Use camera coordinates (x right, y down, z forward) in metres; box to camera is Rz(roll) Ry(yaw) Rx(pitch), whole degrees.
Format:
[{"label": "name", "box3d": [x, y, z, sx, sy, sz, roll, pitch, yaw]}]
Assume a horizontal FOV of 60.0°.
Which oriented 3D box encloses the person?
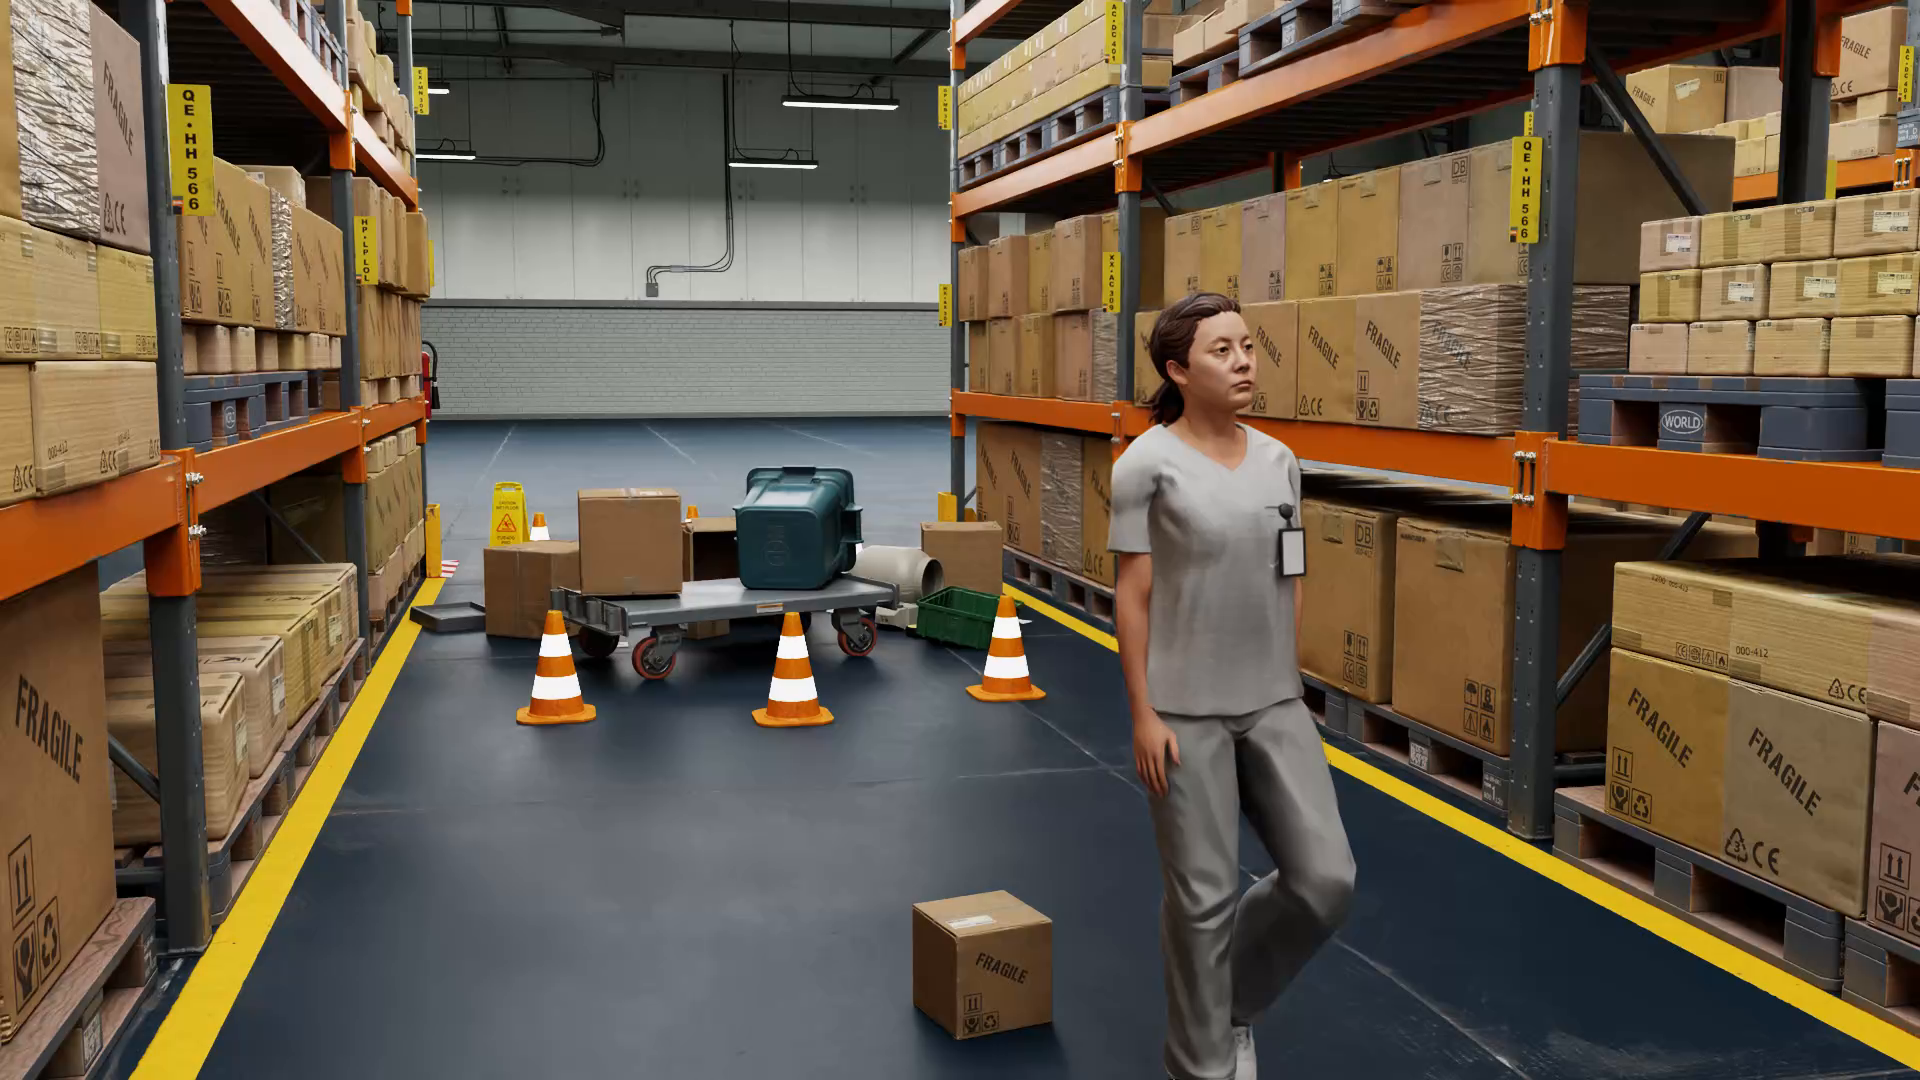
[{"label": "person", "box3d": [0.509, 0.343, 3.302, 0.442, 1.657, 0.473, -2, 7, -19]}]
